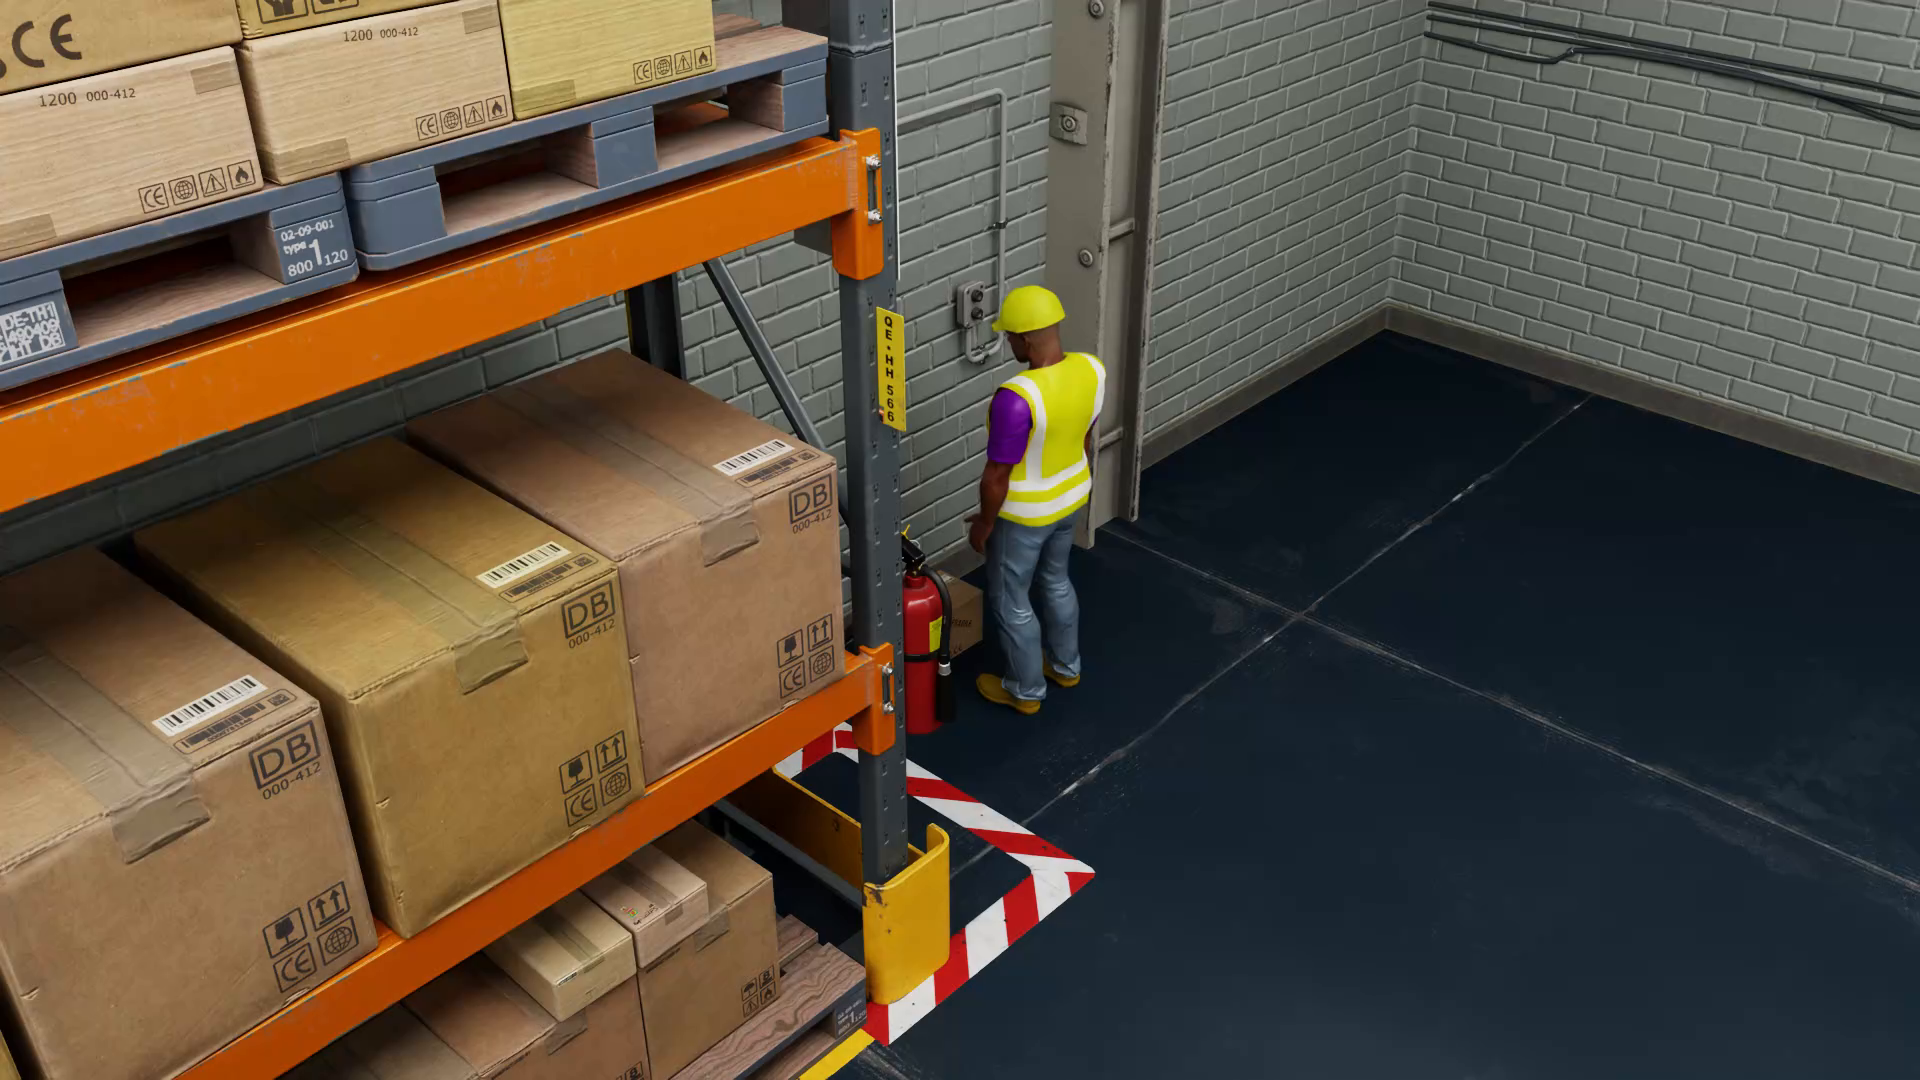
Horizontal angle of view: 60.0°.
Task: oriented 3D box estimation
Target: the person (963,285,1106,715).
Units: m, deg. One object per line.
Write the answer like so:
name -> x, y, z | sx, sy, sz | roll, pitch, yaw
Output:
person -> 0.281, -0.141, 6.349 | 0.368, 1.759, 0.568 | 26, 40, 36
